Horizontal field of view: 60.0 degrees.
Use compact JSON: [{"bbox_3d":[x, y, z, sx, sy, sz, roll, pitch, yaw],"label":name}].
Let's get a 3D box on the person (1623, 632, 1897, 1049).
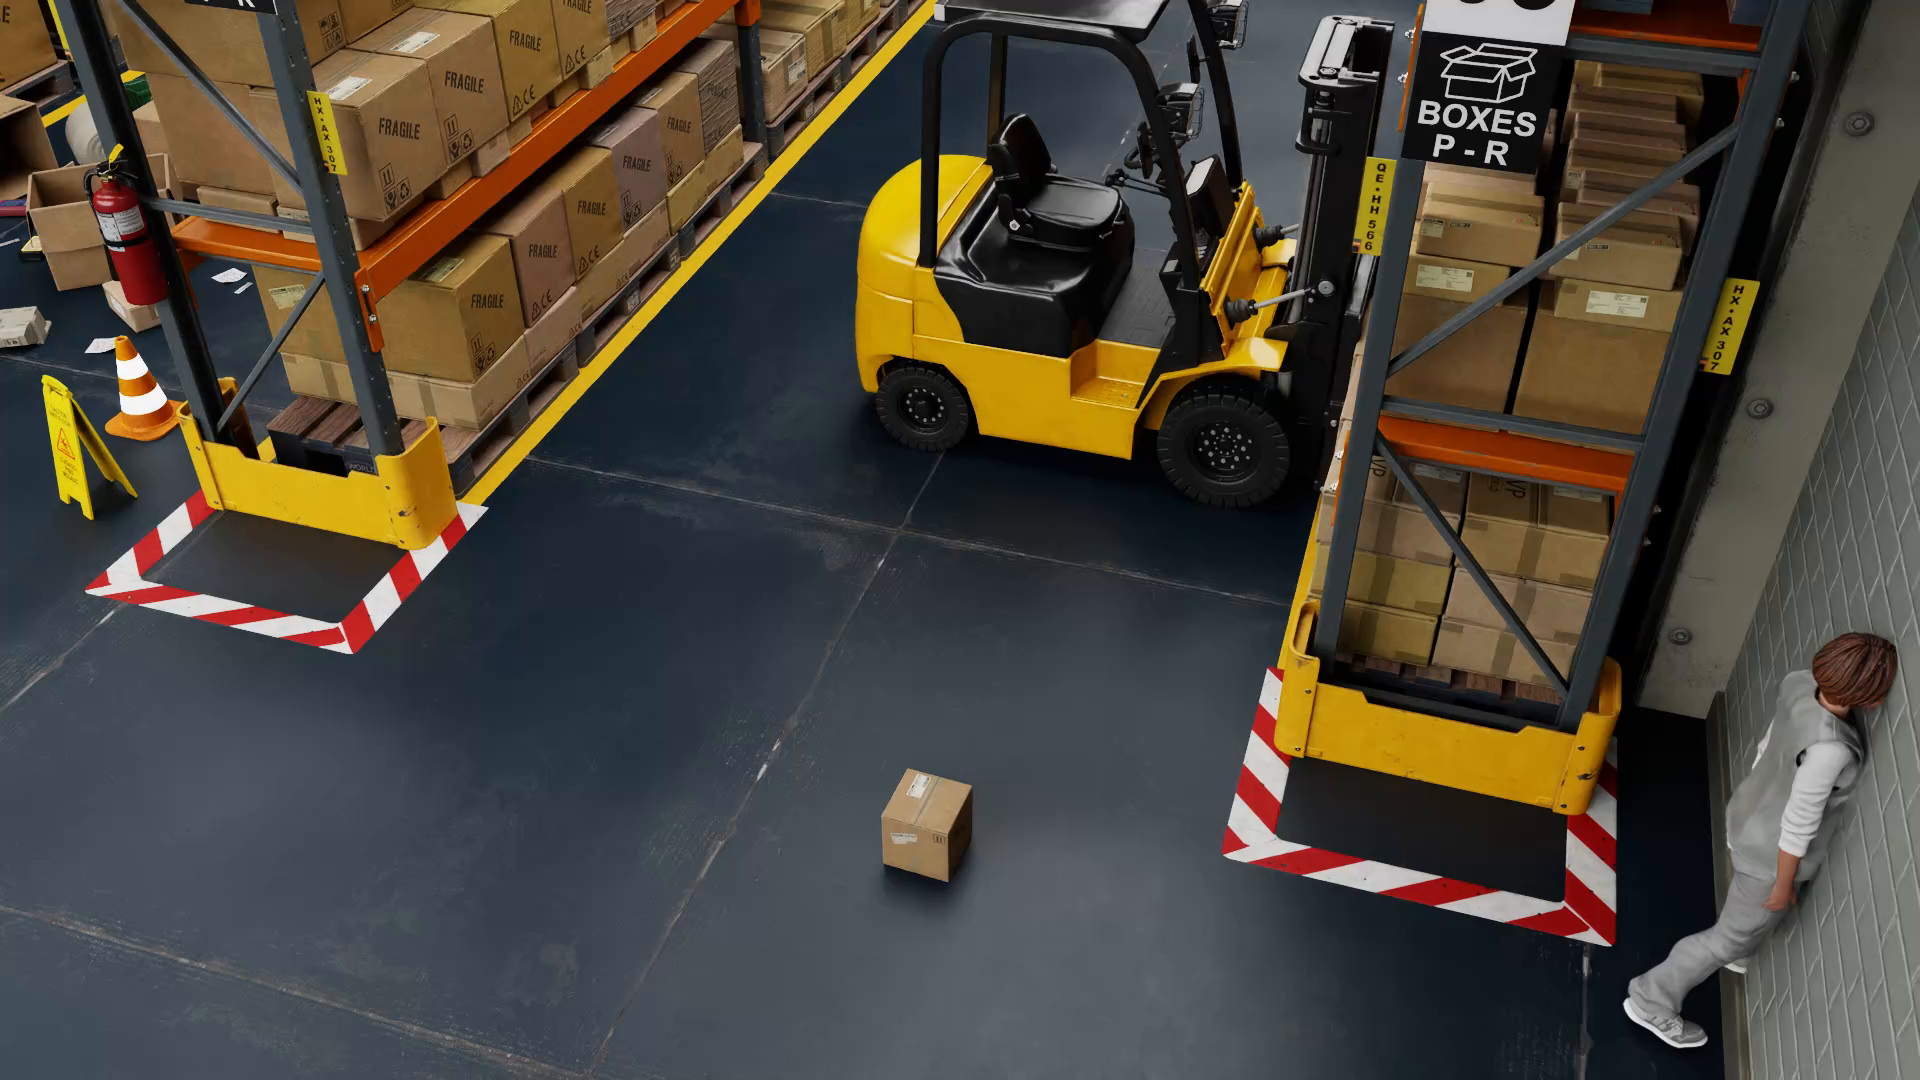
[{"bbox_3d":[2.463,0.909,4.965,0.589,1.607,0.427,10,39,13],"label":"person"}]
